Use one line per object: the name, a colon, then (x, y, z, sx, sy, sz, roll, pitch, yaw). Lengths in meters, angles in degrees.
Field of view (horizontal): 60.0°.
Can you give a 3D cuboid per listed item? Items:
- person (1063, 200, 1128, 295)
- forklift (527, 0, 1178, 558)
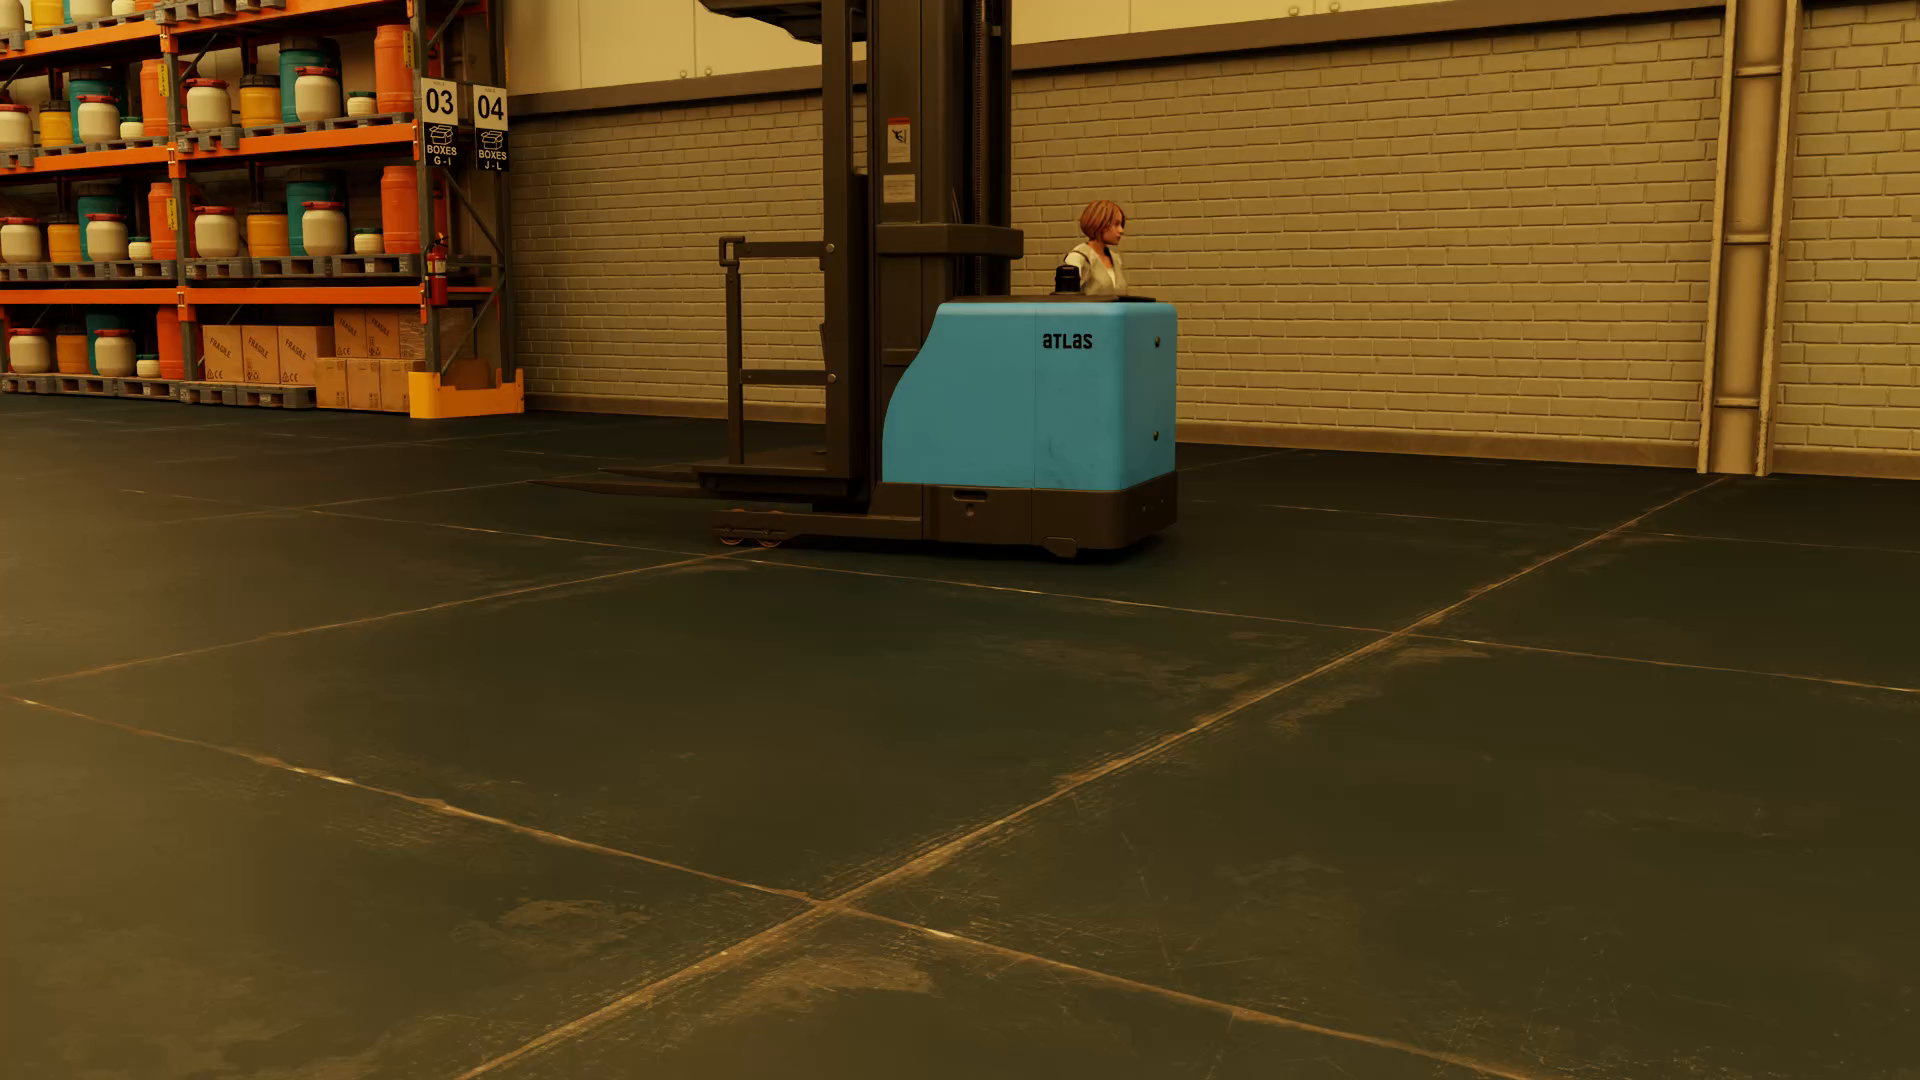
person: (0.720, -0.923, 8.466, 0.359, 1.587, 0.583, 7, 10, 39)
forklift: (-0.568, -1.483, 7.619, 3.031, 2.935, 1.130, 3, 9, 21)
